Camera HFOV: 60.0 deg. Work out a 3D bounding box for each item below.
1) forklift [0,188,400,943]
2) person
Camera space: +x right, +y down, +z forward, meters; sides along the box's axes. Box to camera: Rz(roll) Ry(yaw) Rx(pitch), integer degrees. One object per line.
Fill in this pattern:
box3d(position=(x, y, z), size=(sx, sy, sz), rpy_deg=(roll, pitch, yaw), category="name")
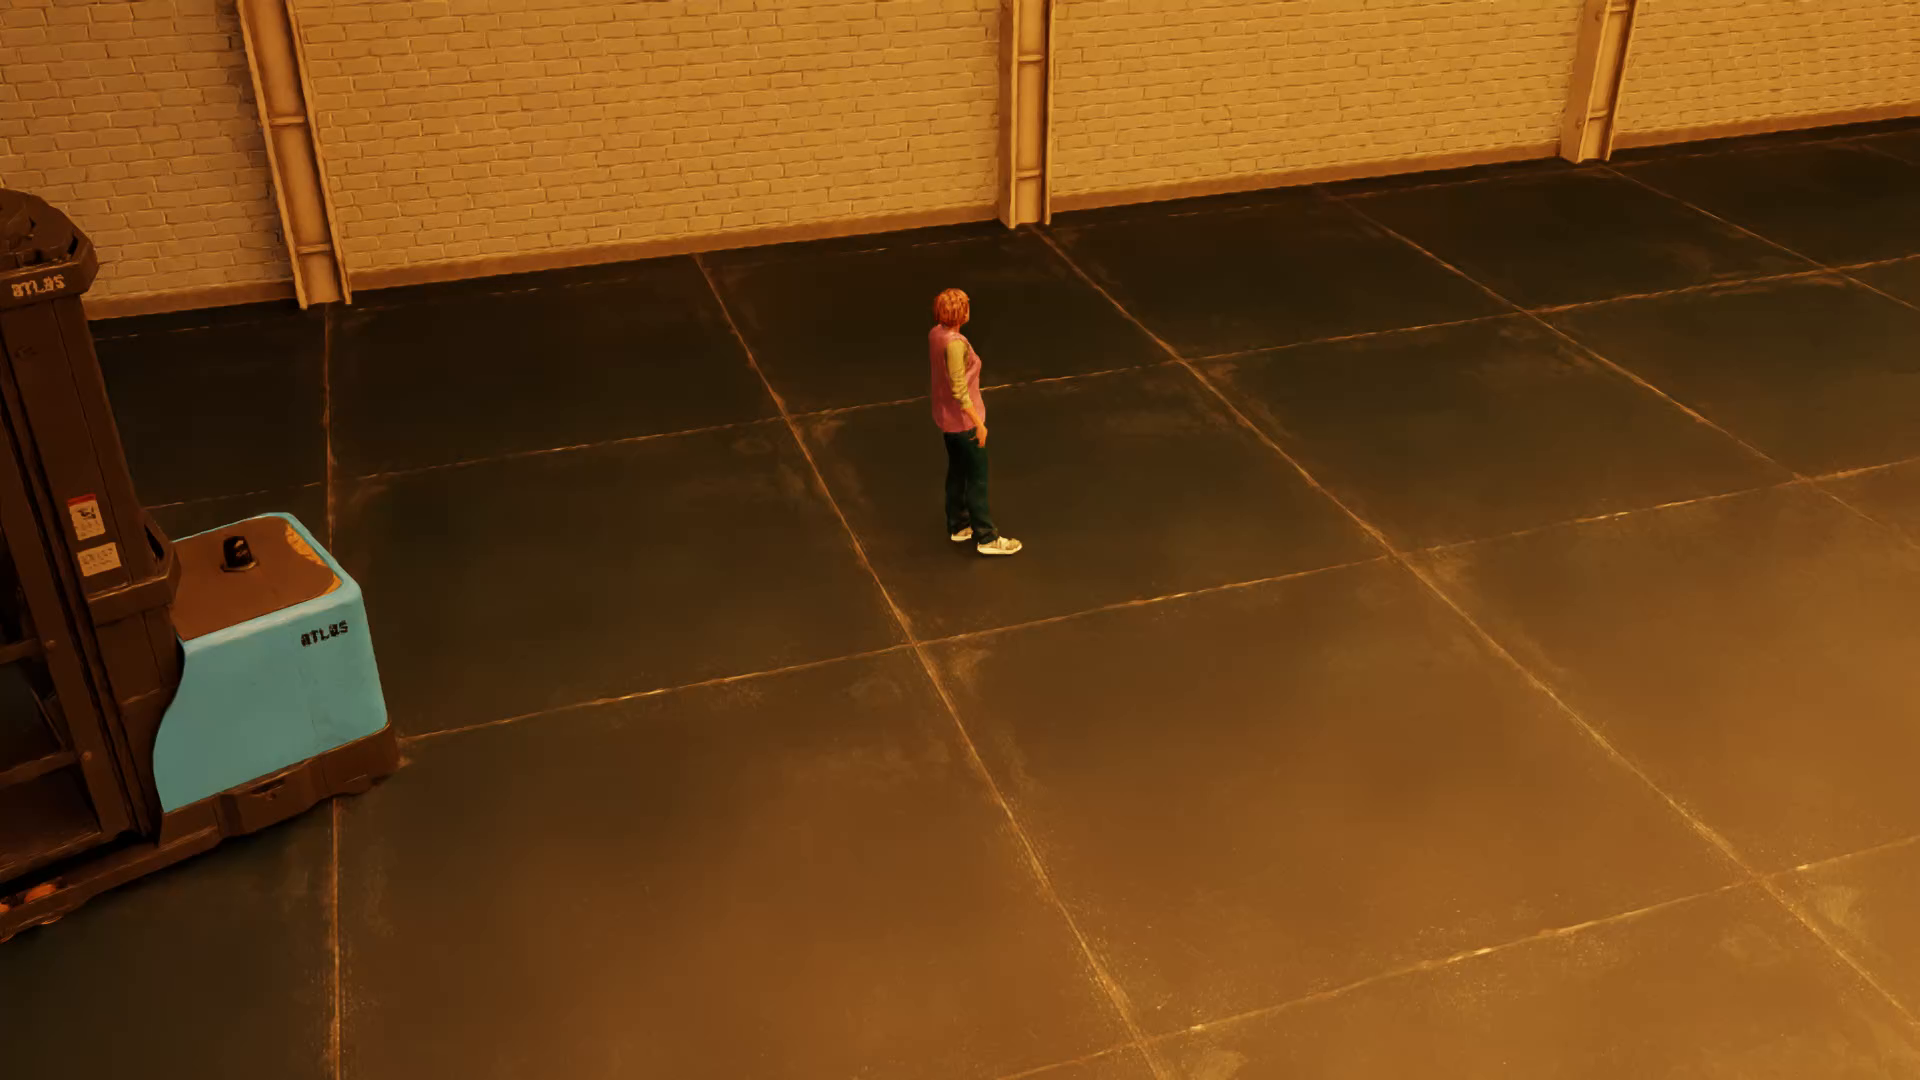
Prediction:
box3d(position=(-4.172, 0.143, 6.839), size=(3.031, 2.935, 1.130), rpy_deg=(-22, 36, -33), category="forklift")
box3d(position=(0.075, -0.703, 9.633), size=(0.474, 1.597, 0.520), rpy_deg=(-10, 31, -16), category="person")
